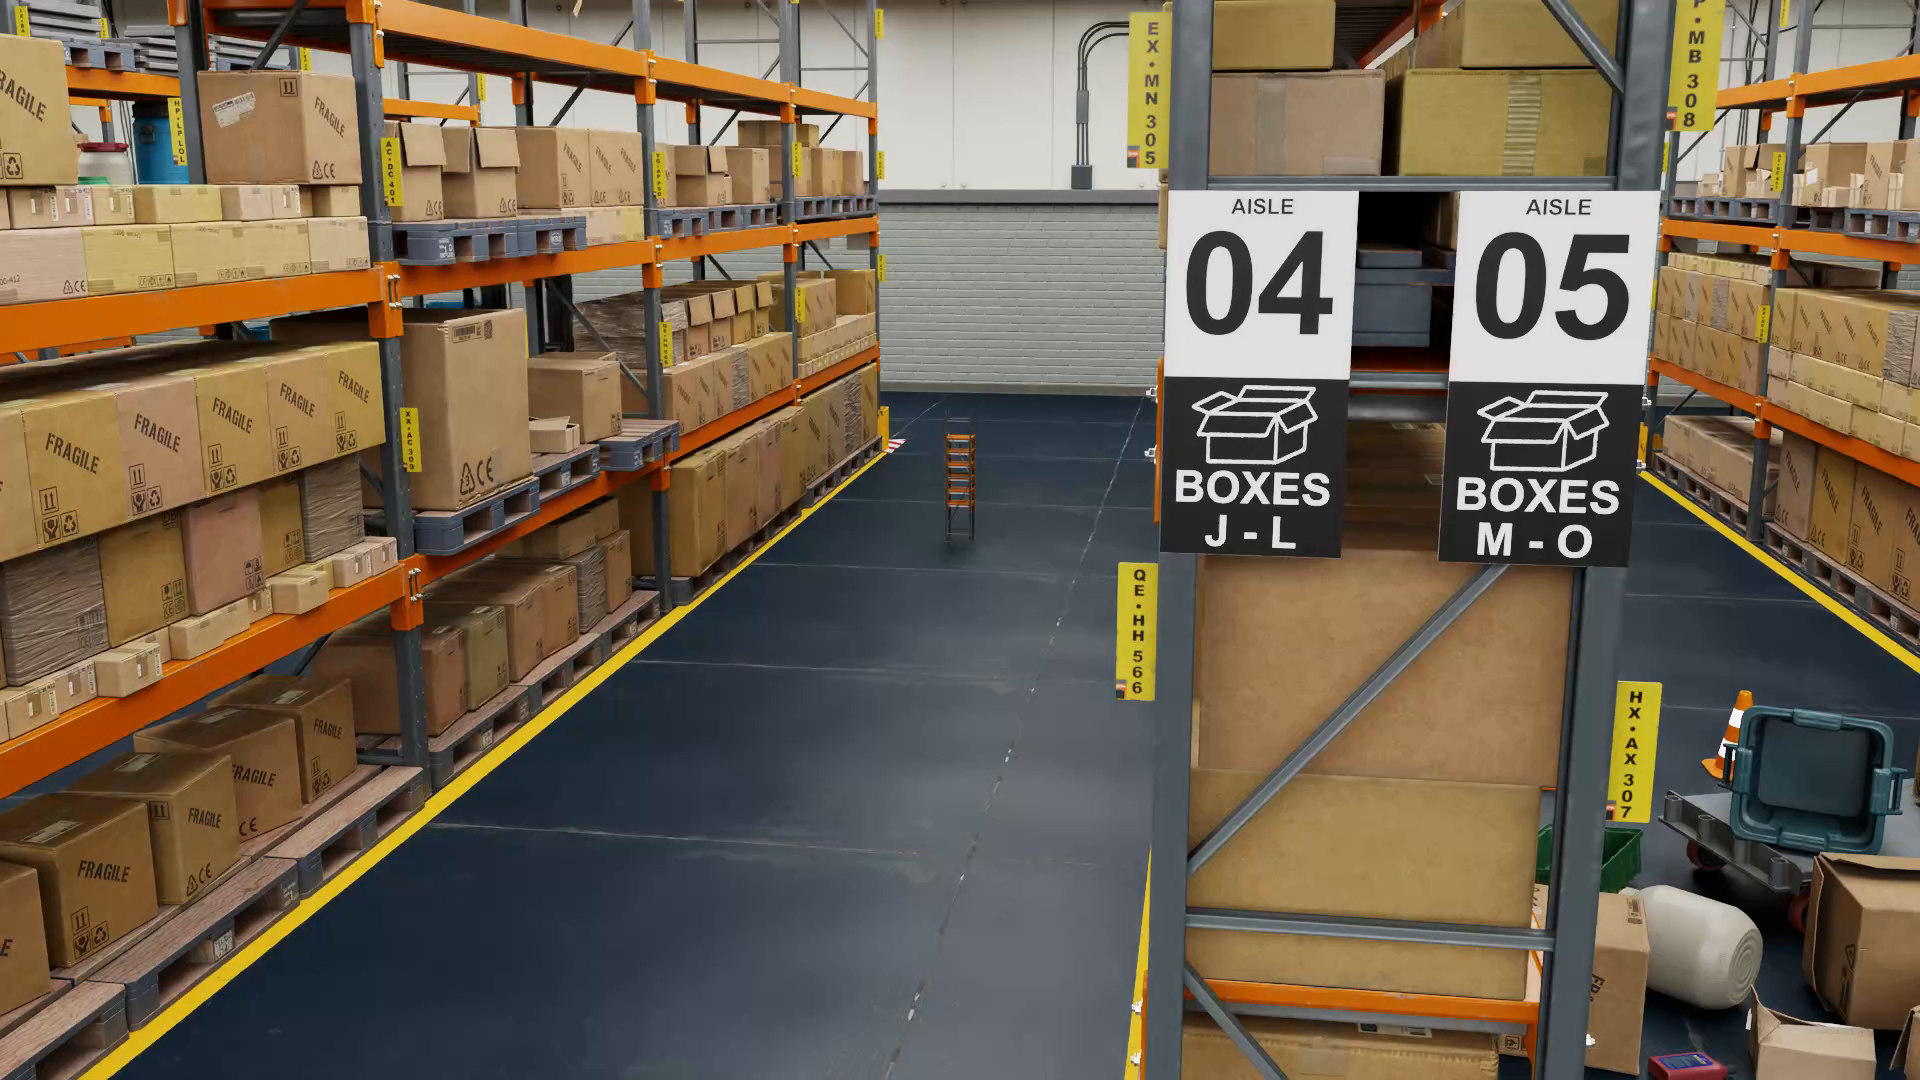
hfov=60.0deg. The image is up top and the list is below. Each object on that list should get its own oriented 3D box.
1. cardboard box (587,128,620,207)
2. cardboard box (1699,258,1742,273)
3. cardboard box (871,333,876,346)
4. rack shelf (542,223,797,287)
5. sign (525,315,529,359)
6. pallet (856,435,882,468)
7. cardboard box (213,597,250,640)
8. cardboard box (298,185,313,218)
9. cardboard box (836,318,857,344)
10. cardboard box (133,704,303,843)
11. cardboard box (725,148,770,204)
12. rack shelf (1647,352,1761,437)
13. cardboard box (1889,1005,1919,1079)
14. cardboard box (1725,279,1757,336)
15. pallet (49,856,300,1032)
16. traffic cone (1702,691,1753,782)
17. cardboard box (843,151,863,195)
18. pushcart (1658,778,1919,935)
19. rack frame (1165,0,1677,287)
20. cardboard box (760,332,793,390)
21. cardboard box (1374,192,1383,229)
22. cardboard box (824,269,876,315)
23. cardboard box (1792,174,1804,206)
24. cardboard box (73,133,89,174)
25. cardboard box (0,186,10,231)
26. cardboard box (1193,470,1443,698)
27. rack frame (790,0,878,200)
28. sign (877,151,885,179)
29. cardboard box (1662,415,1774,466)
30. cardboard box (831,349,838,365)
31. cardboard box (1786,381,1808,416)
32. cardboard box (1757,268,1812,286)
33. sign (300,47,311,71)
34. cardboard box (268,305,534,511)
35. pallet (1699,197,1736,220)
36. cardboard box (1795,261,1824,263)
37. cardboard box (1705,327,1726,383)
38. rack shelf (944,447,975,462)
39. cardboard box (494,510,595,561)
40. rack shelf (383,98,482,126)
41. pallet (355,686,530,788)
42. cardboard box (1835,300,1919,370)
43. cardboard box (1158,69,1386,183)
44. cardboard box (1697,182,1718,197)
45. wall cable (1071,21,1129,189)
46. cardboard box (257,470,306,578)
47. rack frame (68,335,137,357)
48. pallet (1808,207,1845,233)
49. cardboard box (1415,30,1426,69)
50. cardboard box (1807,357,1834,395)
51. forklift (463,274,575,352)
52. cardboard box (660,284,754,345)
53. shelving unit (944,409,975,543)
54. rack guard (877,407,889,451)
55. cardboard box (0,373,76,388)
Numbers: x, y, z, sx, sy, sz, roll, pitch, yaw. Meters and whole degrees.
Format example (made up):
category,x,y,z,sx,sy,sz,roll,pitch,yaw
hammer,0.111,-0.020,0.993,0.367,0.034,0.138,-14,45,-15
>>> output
category,x,y,z,sx,sy,sz,roll,pitch,yaw
cardboard box,-2.603,-2.477,11.081,0.500,0.500,0.500,2,12,9
cardboard box,7.771,-2.797,16.957,0.380,0.149,0.250,2,12,9
cardboard box,-1.208,-2.390,19.816,0.380,0.149,0.250,2,12,10
rack shelf,-2.401,-2.463,14.147,1.077,0.370,4.000,2,12,9
sign,-3.258,-1.516,12.414,0.100,0.325,0.005,2,12,9
pallet,-1.524,-1.065,19.693,1.003,0.211,1.213,2,12,9
cardboard box,-3.308,0.336,7.167,0.380,0.149,0.250,2,12,9
cardboard box,-3.220,-1.558,7.648,0.380,0.149,0.250,2,12,9
cardboard box,-1.448,-2.349,18.678,0.500,0.250,0.500,1,12,7
cardboard box,-3.506,1.119,7.876,0.500,0.500,0.500,6,14,27
cardboard box,-2.173,-3.364,15.387,0.700,0.500,0.500,2,12,10
rack shelf,8.006,-1.508,16.837,1.077,0.370,4.000,2,12,9
cardboard box,3.621,1.827,5.579,0.797,0.503,0.637,-7,14,-30
cardboard box,7.584,-2.194,15.700,0.500,0.500,0.500,2,12,8
pallet,-3.578,1.659,7.050,1.003,0.211,1.213,2,12,9
traffic cone,4.332,1.065,9.208,0.336,0.463,0.334,2,12,9
cardboard box,-1.506,-4.257,19.291,0.700,0.500,0.500,1,12,5
pushcart,4.207,1.440,7.673,1.648,0.377,0.936,-2,12,-11
rack frame,0.946,-2.018,3.253,1.000,3.000,0.127,2,12,9
cardboard box,-1.896,-1.708,15.816,0.500,0.500,0.500,2,12,9
cardboard box,1.587,-1.112,5.530,0.380,0.149,0.250,2,12,8
cardboard box,-1.294,-2.926,19.578,0.500,0.500,0.500,2,12,9
cardboard box,7.275,-2.957,14.053,0.396,0.266,0.258,2,12,8
cardboard box,-11.329,-4.816,20.745,0.700,0.500,0.500,2,12,9
cardboard box,-3.462,-1.117,5.602,0.380,0.149,0.250,2,12,9
cardboard box,1.035,0.120,4.653,0.875,0.550,0.550,2,12,9
rack frame,-1.479,-5.530,19.551,1.000,3.000,0.127,2,12,9
sign,-0.945,-4.438,19.687,0.100,0.325,0.005,2,12,9
cardboard box,8.311,-1.089,18.266,0.875,0.438,0.875,1,12,7
cardboard box,-1.521,-1.963,17.834,0.380,0.149,0.250,2,12,9
cardboard box,7.292,-1.180,13.960,0.500,0.250,0.500,2,12,7
cardboard box,7.431,-2.373,14.990,0.380,0.149,0.250,2,12,7
sign,-6.445,-4.738,16.369,0.100,0.325,0.005,2,12,9
cardboard box,-3.064,-0.759,9.231,1.000,1.000,1.000,2,12,9
pallet,8.024,-3.290,16.486,1.003,0.211,1.213,2,12,9
cardboard box,8.256,-2.672,16.379,0.380,0.149,0.250,2,12,9
cardboard box,7.653,-1.810,16.291,0.500,0.500,0.500,2,12,8
rack shelf,-0.002,-0.775,15.068,0.258,0.103,0.180,2,12,9
cardboard box,-2.854,-0.041,11.428,0.500,0.250,0.500,3,13,15
rack shelf,-6.680,-4.727,18.482,1.077,0.370,4.000,2,12,9
pallet,-3.206,1.101,9.638,1.003,0.211,1.213,2,12,9
cardboard box,7.143,-1.580,12.852,0.500,0.500,0.500,2,12,8
cardboard box,0.745,-0.989,4.013,0.500,0.250,0.500,2,12,9
cardboard box,7.919,-3.655,17.332,0.380,0.149,0.250,2,12,11
wall cable,2.797,-8.168,24.156,2.277,5.999,0.120,2,12,9
cardboard box,-3.566,-0.099,7.647,0.875,0.500,0.500,2,12,9
rack frame,-11.267,-2.919,21.676,1.000,3.000,0.127,2,12,9
pallet,7.606,-2.624,13.641,0.805,0.209,1.217,1,12,6
cardboard box,1.430,-1.290,4.464,0.380,0.149,0.250,2,12,9
cardboard box,7.196,-1.319,13.419,0.500,0.250,0.500,2,12,9
forklift,-4.518,-1.798,16.635,1.130,2.935,3.031,2,12,10
cardboard box,-2.301,-2.028,14.924,0.797,0.503,0.637,2,12,9
shelving unit,-0.002,-0.584,15.110,0.258,1.200,0.189,2,12,9
rack guard,-1.475,-1.381,20.470,1.175,0.500,0.348,2,12,9
cardboard box,-3.863,-0.385,6.598,0.500,0.500,0.500,2,12,9
